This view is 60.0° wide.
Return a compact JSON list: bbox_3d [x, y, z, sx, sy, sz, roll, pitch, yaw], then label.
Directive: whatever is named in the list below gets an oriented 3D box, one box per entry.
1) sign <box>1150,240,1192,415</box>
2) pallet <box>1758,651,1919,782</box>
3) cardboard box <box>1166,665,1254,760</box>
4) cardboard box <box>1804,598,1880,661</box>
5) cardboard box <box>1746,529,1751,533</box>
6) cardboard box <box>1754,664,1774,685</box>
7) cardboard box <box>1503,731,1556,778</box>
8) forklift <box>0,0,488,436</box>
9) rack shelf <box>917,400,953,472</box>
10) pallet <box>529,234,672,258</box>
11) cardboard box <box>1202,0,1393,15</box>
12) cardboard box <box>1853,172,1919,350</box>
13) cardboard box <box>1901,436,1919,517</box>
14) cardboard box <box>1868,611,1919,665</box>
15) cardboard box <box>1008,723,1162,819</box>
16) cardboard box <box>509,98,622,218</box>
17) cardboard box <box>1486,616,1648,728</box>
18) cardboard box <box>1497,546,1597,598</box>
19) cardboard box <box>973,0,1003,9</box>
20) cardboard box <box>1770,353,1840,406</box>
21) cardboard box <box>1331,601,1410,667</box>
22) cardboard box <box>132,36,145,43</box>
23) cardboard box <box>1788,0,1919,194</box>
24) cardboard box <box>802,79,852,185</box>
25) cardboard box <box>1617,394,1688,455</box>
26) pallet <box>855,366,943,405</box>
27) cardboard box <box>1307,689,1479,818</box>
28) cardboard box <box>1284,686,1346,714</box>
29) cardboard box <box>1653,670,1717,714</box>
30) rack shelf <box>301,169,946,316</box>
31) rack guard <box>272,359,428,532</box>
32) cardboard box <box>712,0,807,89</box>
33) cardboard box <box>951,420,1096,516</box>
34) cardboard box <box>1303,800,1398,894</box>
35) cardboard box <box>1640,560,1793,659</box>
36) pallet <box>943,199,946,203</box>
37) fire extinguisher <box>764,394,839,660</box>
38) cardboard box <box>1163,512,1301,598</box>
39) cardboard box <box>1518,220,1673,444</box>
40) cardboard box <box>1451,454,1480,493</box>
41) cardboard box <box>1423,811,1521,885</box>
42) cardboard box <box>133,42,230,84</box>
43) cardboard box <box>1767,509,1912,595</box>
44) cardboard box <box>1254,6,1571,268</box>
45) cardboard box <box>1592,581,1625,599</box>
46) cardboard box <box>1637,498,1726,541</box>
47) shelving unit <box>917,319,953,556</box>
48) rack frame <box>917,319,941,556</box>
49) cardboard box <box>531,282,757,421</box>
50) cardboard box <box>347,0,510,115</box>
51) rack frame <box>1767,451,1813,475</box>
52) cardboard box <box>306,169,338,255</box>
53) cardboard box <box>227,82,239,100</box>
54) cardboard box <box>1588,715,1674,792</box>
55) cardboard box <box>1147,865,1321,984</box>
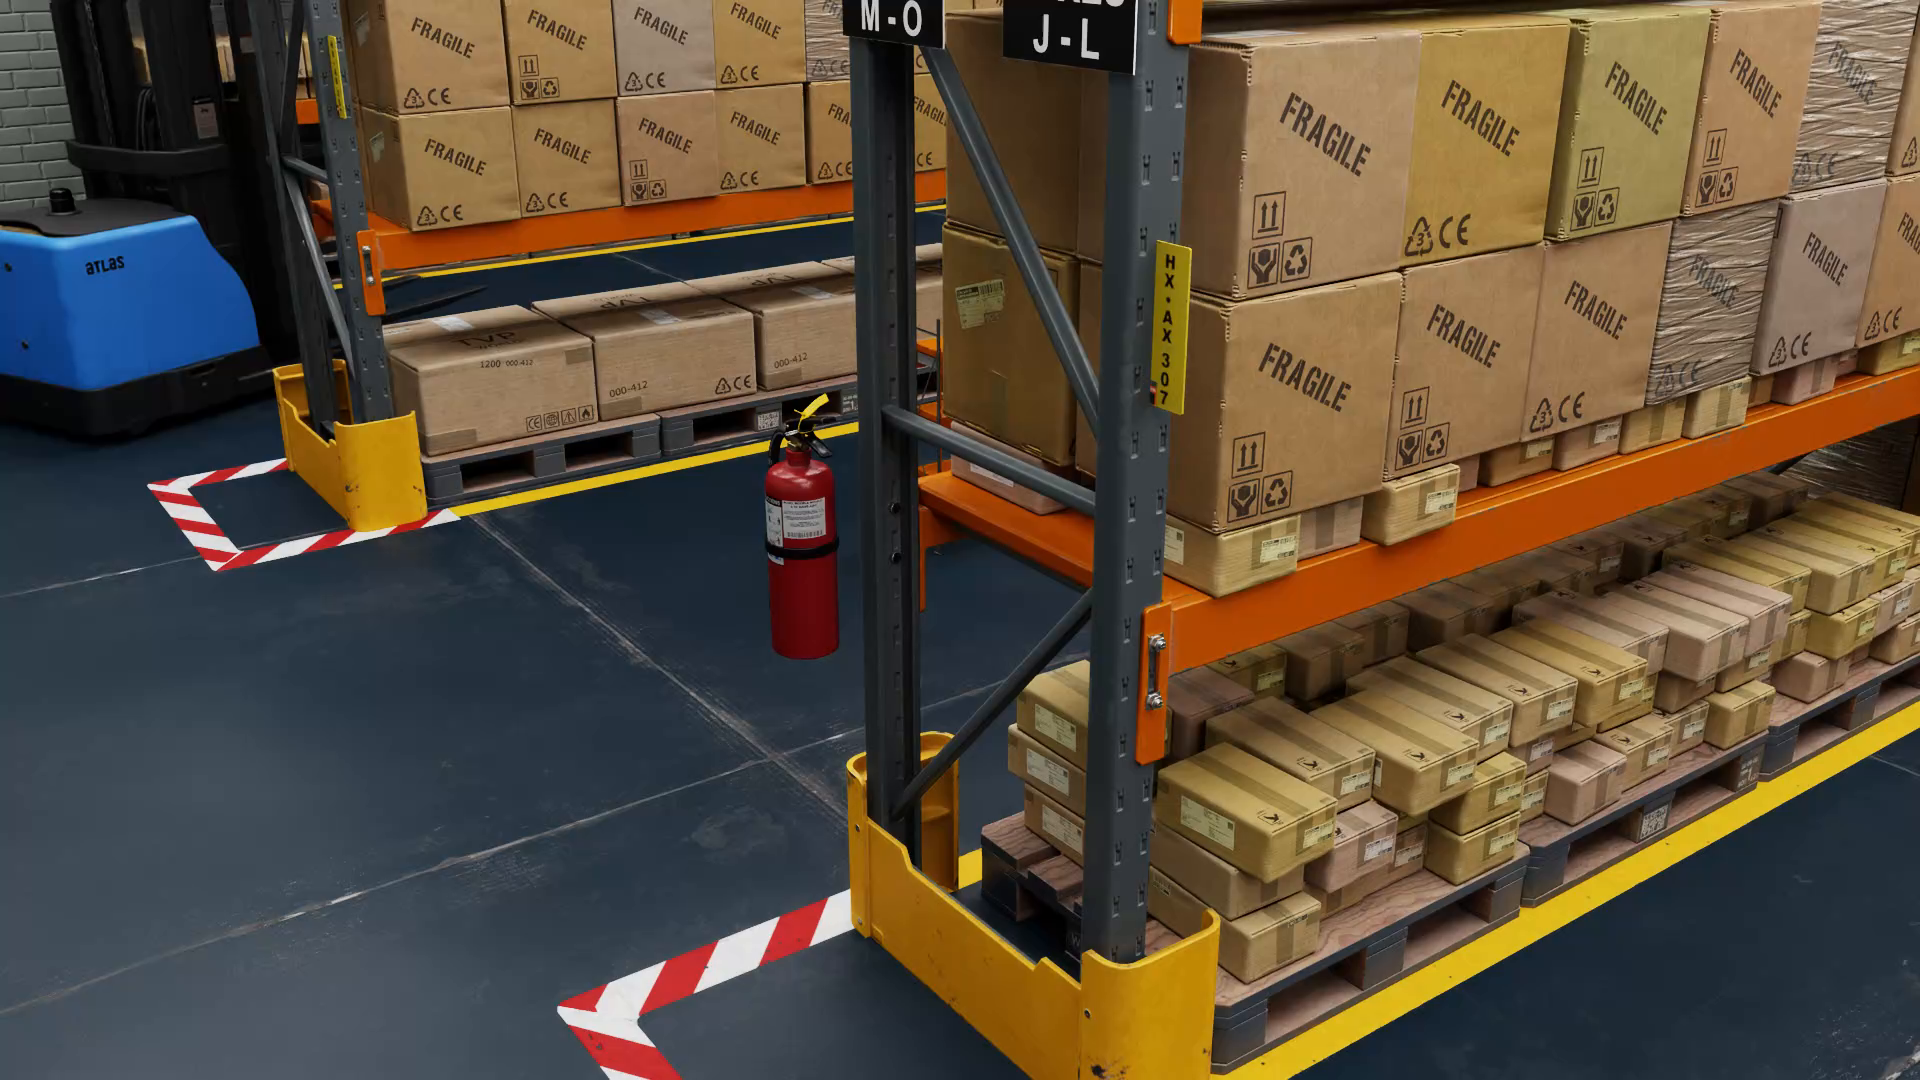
[{"bbox_3d":[0.403,-0.408,3.203,0.005,0.325,0.100,-15,26,-33],"label":"sign"},{"bbox_3d":[2.808,0.416,6.068,1.213,0.211,1.003,-15,26,-33],"label":"pallet"},{"bbox_3d":[0.605,0.456,4.684,0.250,0.149,0.380,-14,26,-32],"label":"cardboard box"},{"bbox_3d":[2.843,0.245,5.613,0.250,0.149,0.380,-16,27,-35],"label":"cardboard box"},{"bbox_3d":[2.851,-0.062,6.383,0.250,0.149,0.380,-14,25,-30],"label":"cardboard box"},{"bbox_3d":[2.492,0.410,5.602,0.250,0.149,0.380,-16,27,-34],"label":"cardboard box"},{"bbox_3d":[1.495,0.555,4.837,0.250,0.149,0.380,-16,27,-35],"label":"cardboard box"},{"bbox_3d":[-4.140,-2.401,9.459,1.130,2.935,3.031,12,24,27],"label":"forklift"},{"bbox_3d":[-0.043,-0.466,7.177,0.240,0.259,0.215,-15,26,-33],"label":"rack shelf"},{"bbox_3d":[-3.100,-2.551,13.505,1.213,0.211,1.003,-15,26,-33],"label":"pallet"},{"bbox_3d":[0.723,-1.102,4.225,0.500,0.500,0.500,-16,27,-35],"label":"cardboard box"},{"bbox_3d":[2.683,-0.918,5.113,0.500,0.500,0.500,-16,27,-34],"label":"cardboard box"},{"bbox_3d":[4.087,-0.149,6.529,0.500,0.500,0.500,-14,26,-31],"label":"cardboard box"},{"bbox_3d":[3.213,0.282,5.924,0.250,0.149,0.380,-15,26,-32],"label":"cardboard box"},{"bbox_3d":[0.347,0.622,4.670,0.250,0.149,0.380,-16,27,-34],"label":"cardboard box"},{"bbox_3d":[-1.936,-1.818,7.771,0.500,0.500,0.500,-15,26,-34],"label":"cardboard box"},{"bbox_3d":[1.766,0.382,4.870,0.250,0.149,0.380,-14,26,-32],"label":"cardboard box"},{"bbox_3d":[1.871,0.119,5.528,0.250,0.149,0.380,-16,27,-35],"label":"cardboard box"},{"bbox_3d":[0.138,-2.828,8.952,0.500,0.500,0.500,-15,26,-33],"label":"cardboard box"},{"bbox_3d":[2.413,-0.541,5.045,0.250,0.149,0.380,-16,27,-35],"label":"cardboard box"},{"bbox_3d":[1.173,0.250,5.201,0.250,0.149,0.380,-14,26,-31],"label":"cardboard box"},{"bbox_3d":[-5.571,-3.377,11.613,0.500,0.250,0.500,-14,26,-31],"label":"cardboard box"},{"bbox_3d":[2.269,-1.281,4.673,0.500,0.500,0.500,-14,26,-31],"label":"cardboard box"},{"bbox_3d":[-0.682,-2.145,8.590,0.500,0.500,0.500,-15,26,-34],"label":"cardboard box"},{"bbox_3d":[1.776,-0.377,4.633,0.250,0.149,0.380,-14,26,-31],"label":"cardboard box"},{"bbox_3d":[-0.303,-1.066,9.783,1.213,0.211,1.003,-15,26,-33],"label":"pallet"},{"bbox_3d":[1.142,0.561,4.422,0.250,0.149,0.380,-15,26,-33],"label":"cardboard box"},{"bbox_3d":[1.046,0.481,5.021,0.250,0.149,0.380,-15,26,-33],"label":"cardboard box"},{"bbox_3d":[2.157,0.383,5.268,0.250,0.149,0.380,-16,27,-35],"label":"cardboard box"},{"bbox_3d":[-1.264,-1.735,8.668,4.000,0.370,1.077,-15,26,-33],"label":"rack shelf"},{"bbox_3d":[-2.907,-0.470,7.900,0.348,0.500,1.175,-15,26,-33],"label":"rack guard"},{"bbox_3d":[-1.098,-2.501,8.134,0.500,0.500,0.500,-15,26,-33],"label":"cardboard box"},{"bbox_3d":[0.185,-0.208,4.209,0.250,0.149,0.380,-15,26,-33],"label":"cardboard box"},{"bbox_3d":[0.916,0.743,4.365,0.250,0.149,0.380,-15,26,-33],"label":"cardboard box"},{"bbox_3d":[2.391,0.216,5.286,0.250,0.149,0.380,-16,27,-35],"label":"cardboard box"},{"bbox_3d":[0.076,-3.415,15.670,1.213,0.211,1.003,-15,26,-33],"label":"pallet"},{"bbox_3d":[-0.389,-0.044,4.068,0.183,0.674,0.296,-15,26,-33],"label":"fire extinguisher"},{"bbox_3d":[0.540,-0.024,3.748,0.250,0.149,0.380,-15,26,-33],"label":"cardboard box"},{"bbox_3d":[1.436,-0.594,4.300,0.500,0.500,0.500,-15,26,-32],"label":"cardboard box"},{"bbox_3d":[1.102,-0.231,4.267,0.250,0.149,0.380,-14,25,-30],"label":"cardboard box"},{"bbox_3d":[1.332,0.783,4.666,0.250,0.149,0.380,-15,26,-32],"label":"cardboard box"},{"bbox_3d":[-5.264,-3.215,11.206,0.500,0.250,0.500,-15,26,-33],"label":"cardboard box"},{"bbox_3d":[3.011,0.040,5.725,0.250,0.149,0.380,-15,26,-32],"label":"cardboard box"},{"bbox_3d":[1.011,-0.947,3.836,0.500,0.500,0.500,-14,26,-31],"label":"cardboard box"},{"bbox_3d":[2.064,0.194,5.743,0.250,0.149,0.380,-14,25,-30],"label":"cardboard box"},{"bbox_3d":[2.497,-0.059,5.973,0.250,0.149,0.380,-15,26,-34],"label":"cardboard box"},{"bbox_3d":[-0.043,-0.476,7.173,0.252,1.050,0.215,-15,26,-33],"label":"shelving unit"},{"bbox_3d":[-0.142,-0.450,7.107,0.008,1.050,0.200,-15,26,-33],"label":"rack frame"},{"bbox_3d":[-1.672,-1.015,8.783,0.875,0.438,0.875,-14,26,-31],"label":"cardboard box"},{"bbox_3d":[-2.331,-2.165,7.292,0.500,0.500,0.500,-16,27,-34],"label":"cardboard box"},{"bbox_3d":[3.332,-1.035,5.943,0.127,3.000,1.000,-15,26,-33],"label":"rack frame"},{"bbox_3d":[-4.521,-2.440,12.270,0.500,0.500,0.700,-14,26,-31],"label":"cardboard box"},{"bbox_3d":[-4.990,-3.137,11.550,0.250,0.149,0.380,-15,26,-34],"label":"cardboard box"},{"bbox_3d":[1.946,0.604,5.115,0.250,0.149,0.380,-15,26,-33],"label":"cardboard box"},{"bbox_3d":[0.698,0.943,4.266,0.250,0.149,0.380,-14,26,-32],"label":"cardboard box"}]
